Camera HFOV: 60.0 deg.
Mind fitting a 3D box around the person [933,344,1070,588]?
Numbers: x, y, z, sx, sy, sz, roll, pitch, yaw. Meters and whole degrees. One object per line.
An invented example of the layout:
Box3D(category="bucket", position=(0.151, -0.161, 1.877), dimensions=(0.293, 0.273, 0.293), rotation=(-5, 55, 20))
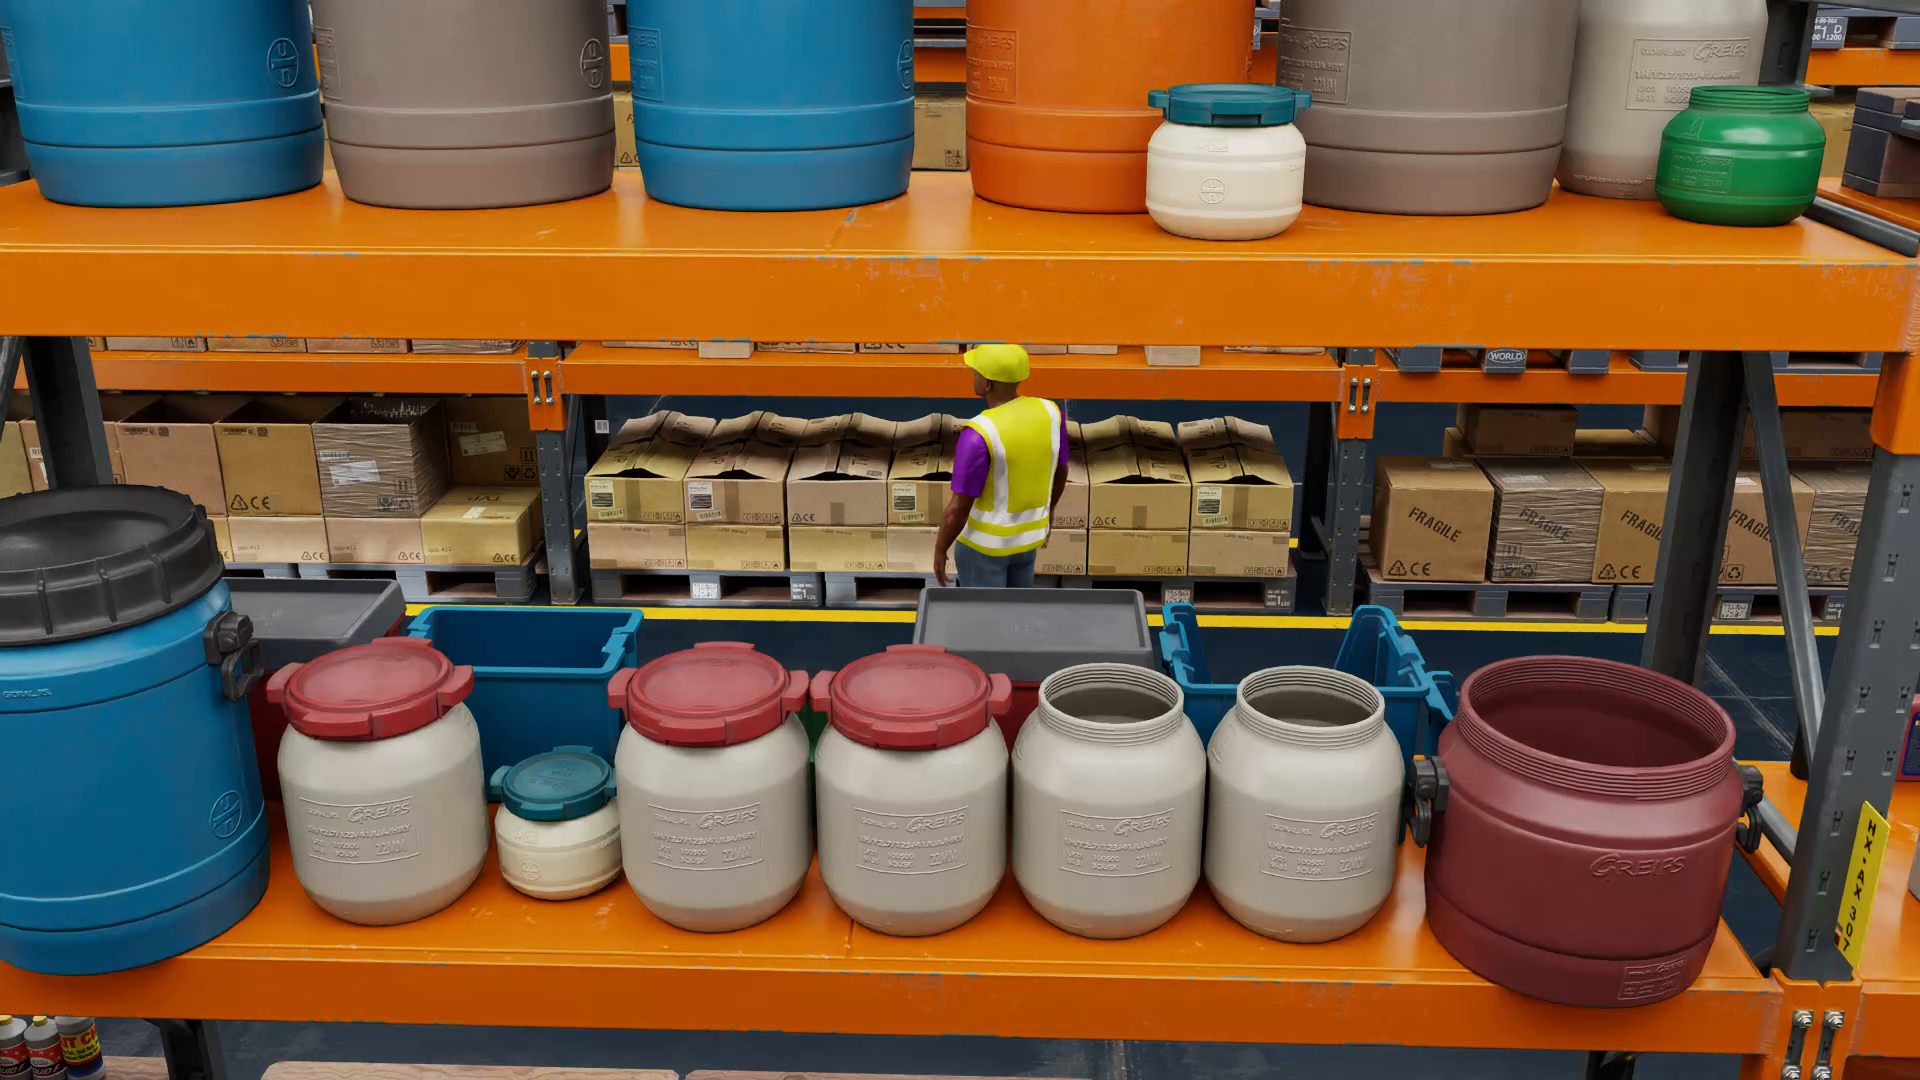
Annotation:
Box3D(category="person", position=(0.121, -0.032, 7.113), dimensions=(0.664, 1.760, 0.576), rotation=(-17, 26, -37))
